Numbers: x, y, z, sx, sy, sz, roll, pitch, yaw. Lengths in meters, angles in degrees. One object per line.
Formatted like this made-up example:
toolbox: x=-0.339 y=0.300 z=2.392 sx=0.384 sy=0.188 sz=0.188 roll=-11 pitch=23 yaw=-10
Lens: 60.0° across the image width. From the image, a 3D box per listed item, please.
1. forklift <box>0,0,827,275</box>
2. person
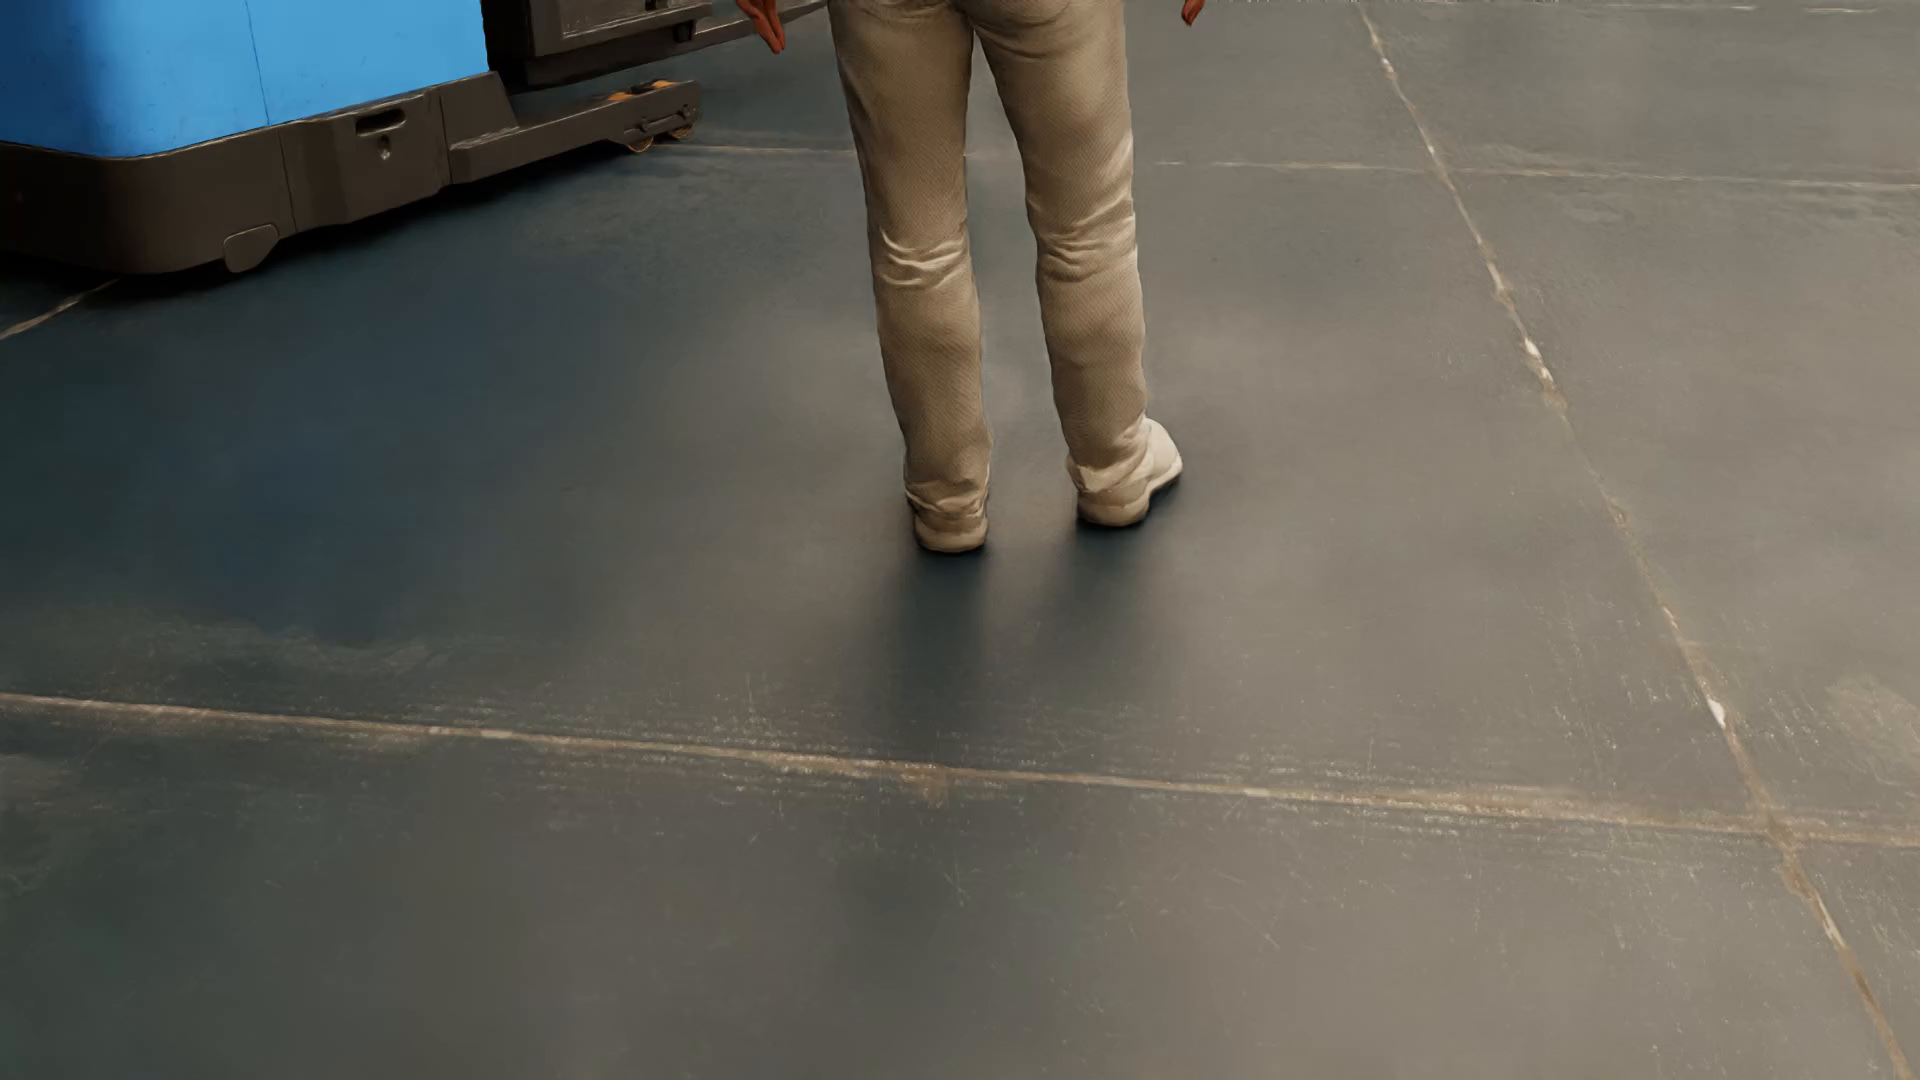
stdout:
forklift: x=-1.416 y=-2.486 z=4.199 sx=1.130 sy=2.935 sz=3.031 roll=13 pitch=29 yaw=24
person: x=0.015 y=-0.825 z=2.165 sx=0.664 sy=1.760 sz=0.575 roll=3 pitch=27 yaw=7
